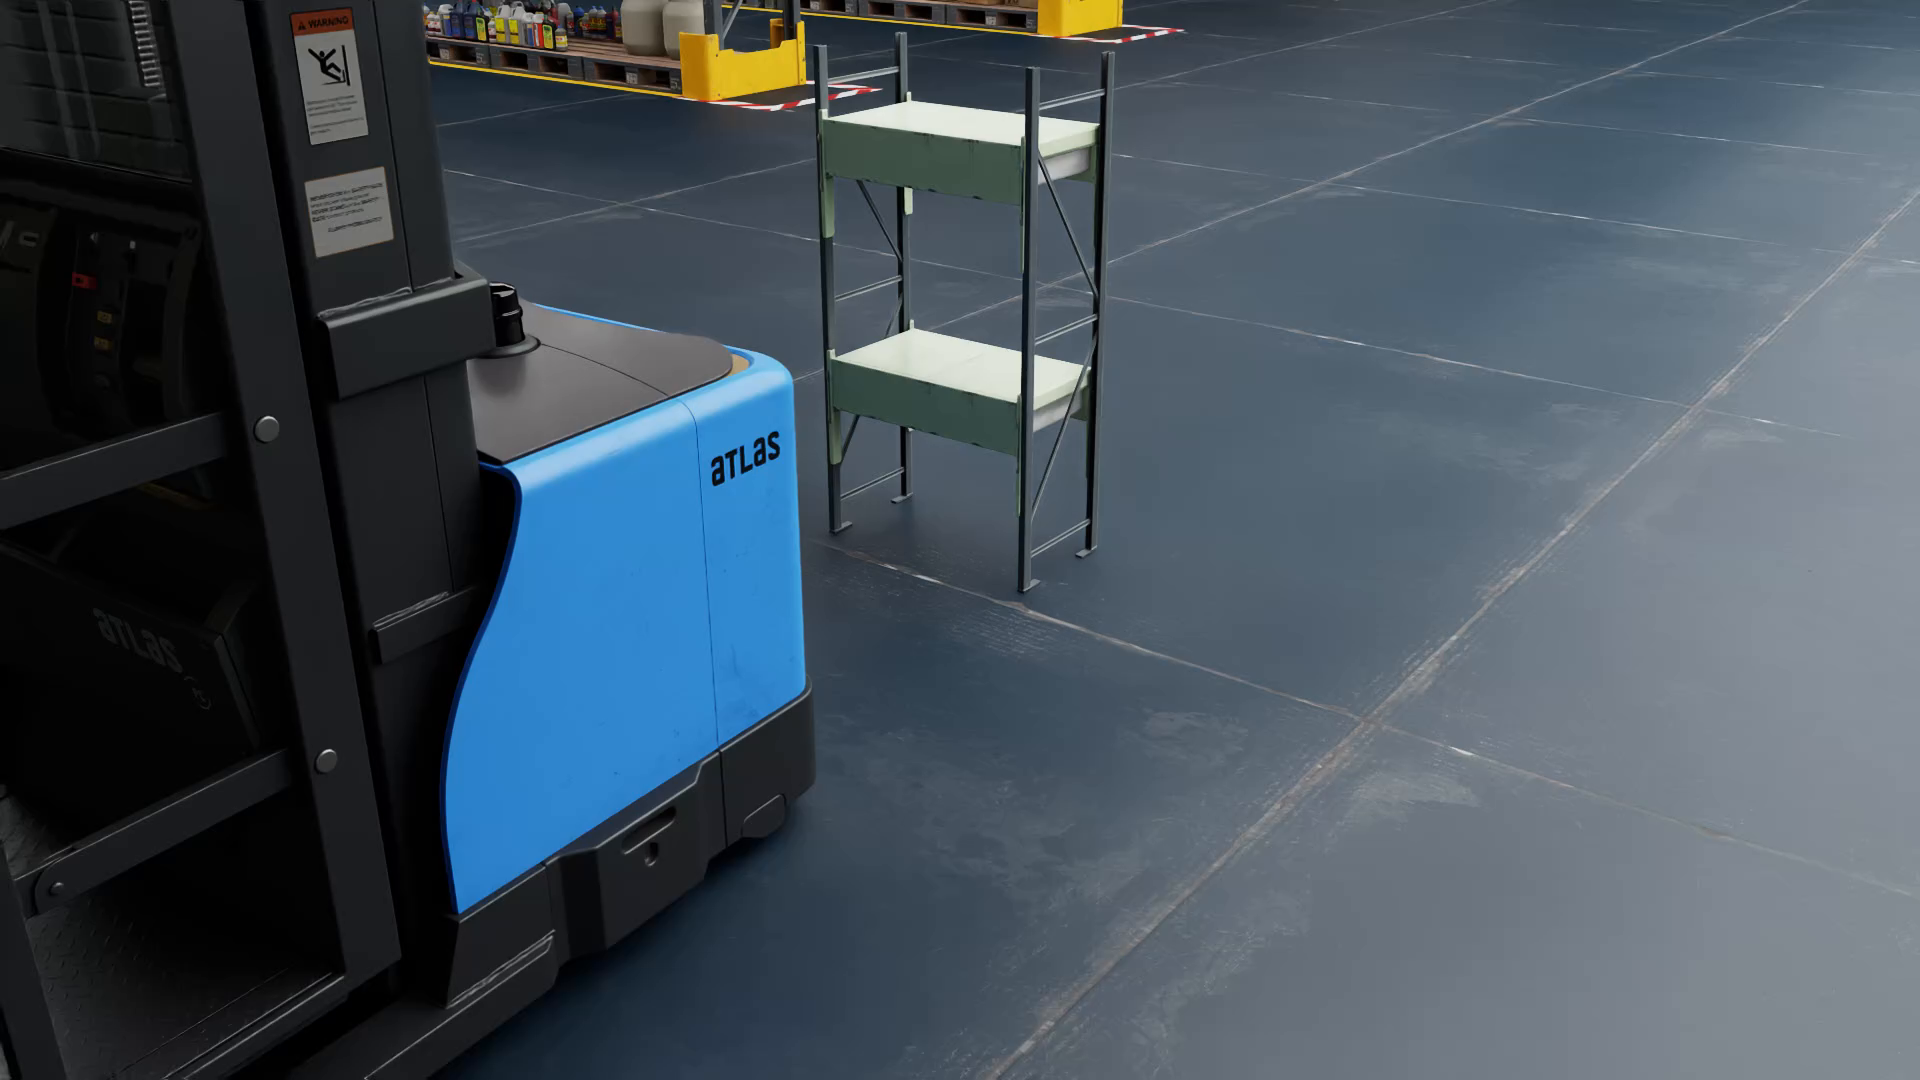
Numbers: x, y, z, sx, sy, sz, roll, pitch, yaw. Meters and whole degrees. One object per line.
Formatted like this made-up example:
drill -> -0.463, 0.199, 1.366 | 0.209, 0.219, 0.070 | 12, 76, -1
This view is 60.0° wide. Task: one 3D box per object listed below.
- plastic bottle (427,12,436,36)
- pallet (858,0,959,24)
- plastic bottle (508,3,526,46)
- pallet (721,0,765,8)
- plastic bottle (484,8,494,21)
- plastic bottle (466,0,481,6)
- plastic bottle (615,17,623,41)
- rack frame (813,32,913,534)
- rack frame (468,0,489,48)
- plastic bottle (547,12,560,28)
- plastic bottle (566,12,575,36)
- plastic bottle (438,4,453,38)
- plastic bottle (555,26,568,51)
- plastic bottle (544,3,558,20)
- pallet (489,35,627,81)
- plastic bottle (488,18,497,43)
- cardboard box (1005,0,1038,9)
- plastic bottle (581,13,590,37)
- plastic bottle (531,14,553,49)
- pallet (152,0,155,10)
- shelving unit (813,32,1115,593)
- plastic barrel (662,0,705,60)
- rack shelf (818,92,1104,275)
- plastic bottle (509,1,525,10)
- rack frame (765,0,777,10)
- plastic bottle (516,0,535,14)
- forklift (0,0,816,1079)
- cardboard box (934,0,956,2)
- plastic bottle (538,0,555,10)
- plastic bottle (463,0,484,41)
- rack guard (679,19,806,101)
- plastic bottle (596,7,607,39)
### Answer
plastic bottle -> -4.788, -4.692, 15.104 | 0.097, 0.201, 0.097 | 0, 24, 0
pallet -> -0.352, -5.891, 18.357 | 1.213, 0.211, 1.003 | 17, 29, 33
plastic bottle -> -3.824, -4.481, 14.440 | 0.185, 0.351, 0.144 | 18, 30, 35
pallet -> -2.515, -6.524, 19.796 | 1.213, 0.211, 1.003 | 17, 29, 33
plastic bottle -> -4.173, -4.569, 14.738 | 0.097, 0.271, 0.097 | 0, 24, 0
plastic bottle -> -4.378, -4.721, 14.984 | 0.185, 0.351, 0.144 | 17, 29, 33
plastic bottle -> -3.007, -4.532, 14.740 | 0.097, 0.201, 0.097 | 0, 24, 0
rack frame -> -0.288, -0.773, 5.145 | 0.023, 1.500, 0.400 | 17, 29, 33
rack frame -> -4.861, -6.014, 15.180 | 0.127, 3.000, 1.000 | 17, 29, 33
plastic bottle -> -3.515, -4.412, 14.367 | 0.133, 0.283, 0.061 | 17, 29, 33
plastic bottle -> -3.522, -4.688, 15.094 | 0.097, 0.201, 0.097 | 0, 24, 0
plastic bottle -> -4.594, -4.682, 14.987 | 0.135, 0.276, 0.152 | 18, 30, 35
plastic bottle -> -3.393, -4.271, 14.147 | 0.097, 0.201, 0.097 | 0, 24, 0
plastic bottle -> -3.697, -4.710, 15.044 | 0.133, 0.283, 0.061 | 17, 29, 33
pallet -> -3.368, -4.268, 14.674 | 1.213, 0.211, 1.003 | 17, 29, 33
plastic bottle -> -4.101, -4.484, 14.633 | 0.097, 0.201, 0.097 | 0, 24, 0
cardboard box -> 0.820, -5.850, 17.386 | 0.500, 0.500, 0.500 | -20, 31, -38
plastic bottle -> -3.358, -4.638, 14.981 | 0.097, 0.201, 0.097 | 0, 24, 0
plastic bottle -> -3.578, -4.375, 14.291 | 0.135, 0.276, 0.152 | 17, 29, 34
pallet -> -8.718, -5.883, 18.340 | 1.213, 0.211, 1.003 | 17, 29, 33
shelving unit -> 0.005, -0.685, 4.944 | 0.755, 1.500, 0.431 | 17, 29, 33
plastic barrel -> -2.233, -4.235, 13.707 | 0.421, 0.512, 0.421 | 0, 24, 0
rack shelf -> 0.005, -1.042, 4.787 | 0.720, 0.370, 0.431 | 17, 29, 33
plastic bottle -> -4.088, -4.806, 15.271 | 0.135, 0.276, 0.152 | 17, 29, 33
rack frame -> -1.891, -7.612, 18.807 | 0.127, 3.000, 1.000 | 17, 29, 33
plastic bottle -> -4.019, -4.894, 15.378 | 0.185, 0.351, 0.144 | 15, 28, 31
forklift -> -1.571, -0.352, 2.413 | 1.130, 2.935, 3.031 | 15, 28, 31
cardboard box -> -0.168, -6.141, 18.047 | 0.500, 0.500, 0.500 | 20, 31, 38
plastic bottle -> -3.761, -4.816, 15.201 | 0.185, 0.351, 0.144 | 17, 29, 33
plastic bottle -> -4.313, -4.629, 14.775 | 0.185, 0.351, 0.144 | 15, 28, 31
rack guard -> -1.749, -3.906, 13.496 | 0.348, 0.500, 1.175 | 17, 29, 33
plastic bottle -> -3.199, -4.622, 14.858 | 0.097, 0.271, 0.097 | 0, 24, 0
